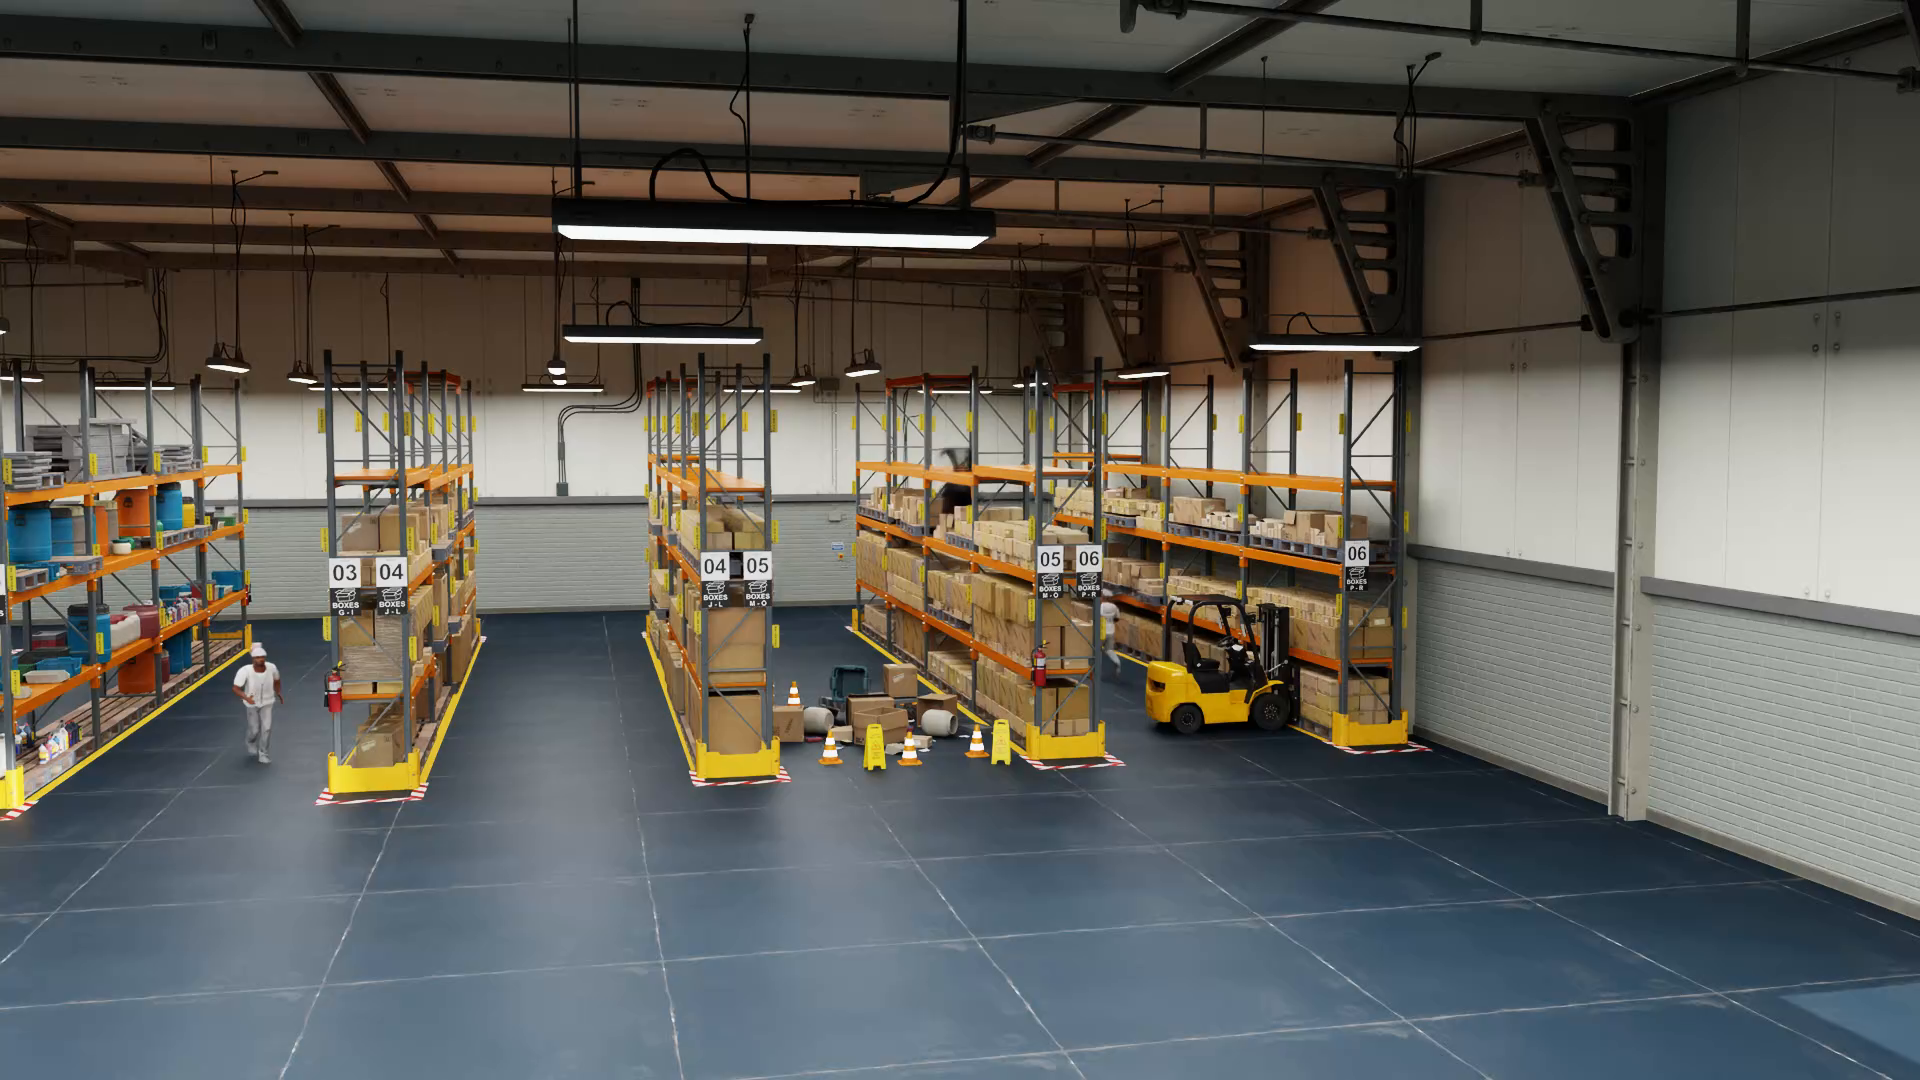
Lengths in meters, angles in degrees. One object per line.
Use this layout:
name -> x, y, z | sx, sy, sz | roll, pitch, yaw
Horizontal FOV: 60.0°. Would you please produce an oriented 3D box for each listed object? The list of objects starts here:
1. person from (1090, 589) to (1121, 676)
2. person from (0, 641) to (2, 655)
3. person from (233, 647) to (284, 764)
person -> 2.852, 1.835, 32.765 | 0.664, 1.745, 0.926 | -2, 4, -23
person -> -16.929, 2.245, 29.009 | 0.585, 1.484, 0.757 | -3, 5, -38
person -> -10.443, 2.427, 24.704 | 0.693, 1.717, 0.842 | -3, 5, -33
